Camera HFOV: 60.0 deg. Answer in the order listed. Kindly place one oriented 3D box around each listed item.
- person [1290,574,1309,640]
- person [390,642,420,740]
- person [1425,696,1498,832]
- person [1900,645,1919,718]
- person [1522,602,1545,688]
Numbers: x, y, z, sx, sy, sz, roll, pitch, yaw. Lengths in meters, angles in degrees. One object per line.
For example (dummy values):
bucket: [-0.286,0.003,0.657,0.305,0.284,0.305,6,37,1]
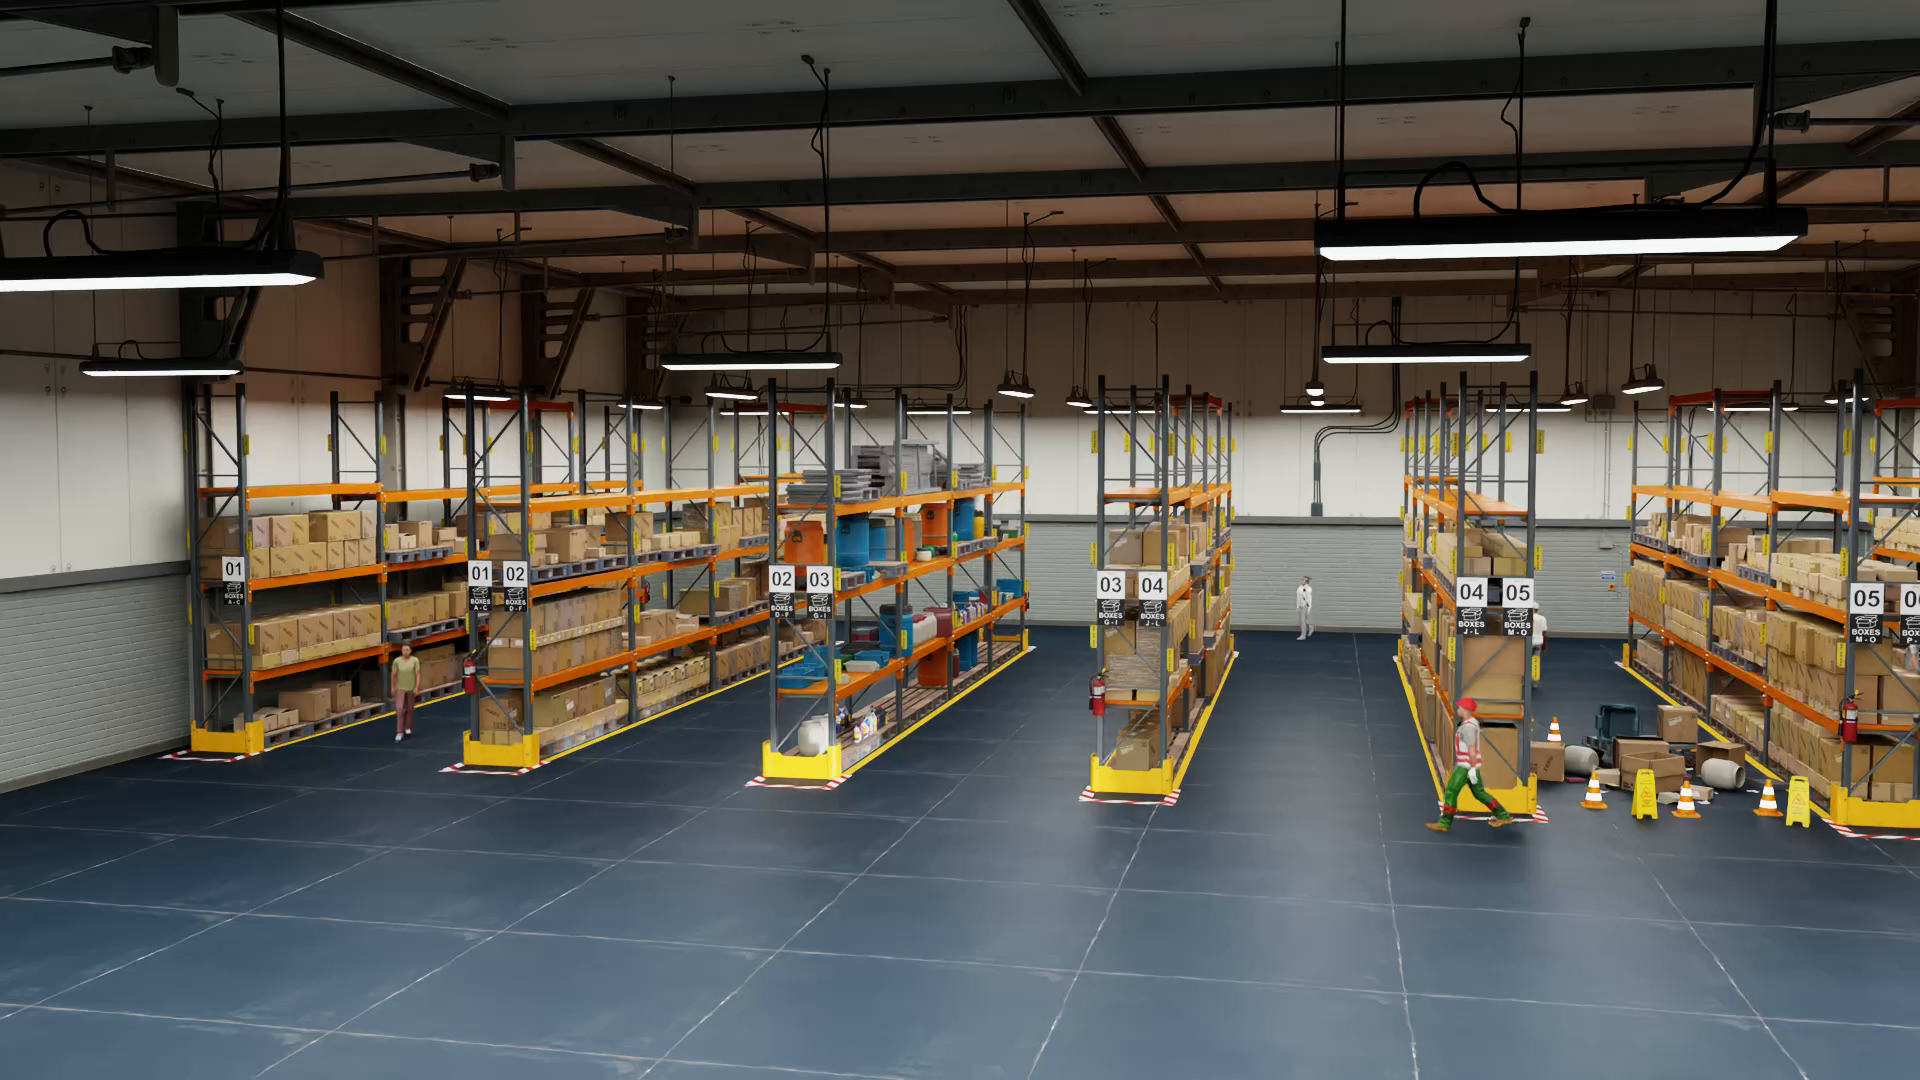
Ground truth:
person: [8.705,1.714,42.530,0.429,1.687,0.499,-2,4,-29]
person: [-9.454,2.554,28.319,0.521,1.608,0.993,-2,4,-36]
person: [6.472,2.888,21.425,0.914,1.764,0.546,1,3,16]
person: [17.475,2.429,30.551,0.415,1.639,0.875,0,3,-5]
person: [11.825,2.186,34.344,0.603,1.827,0.379,-1,3,-19]
